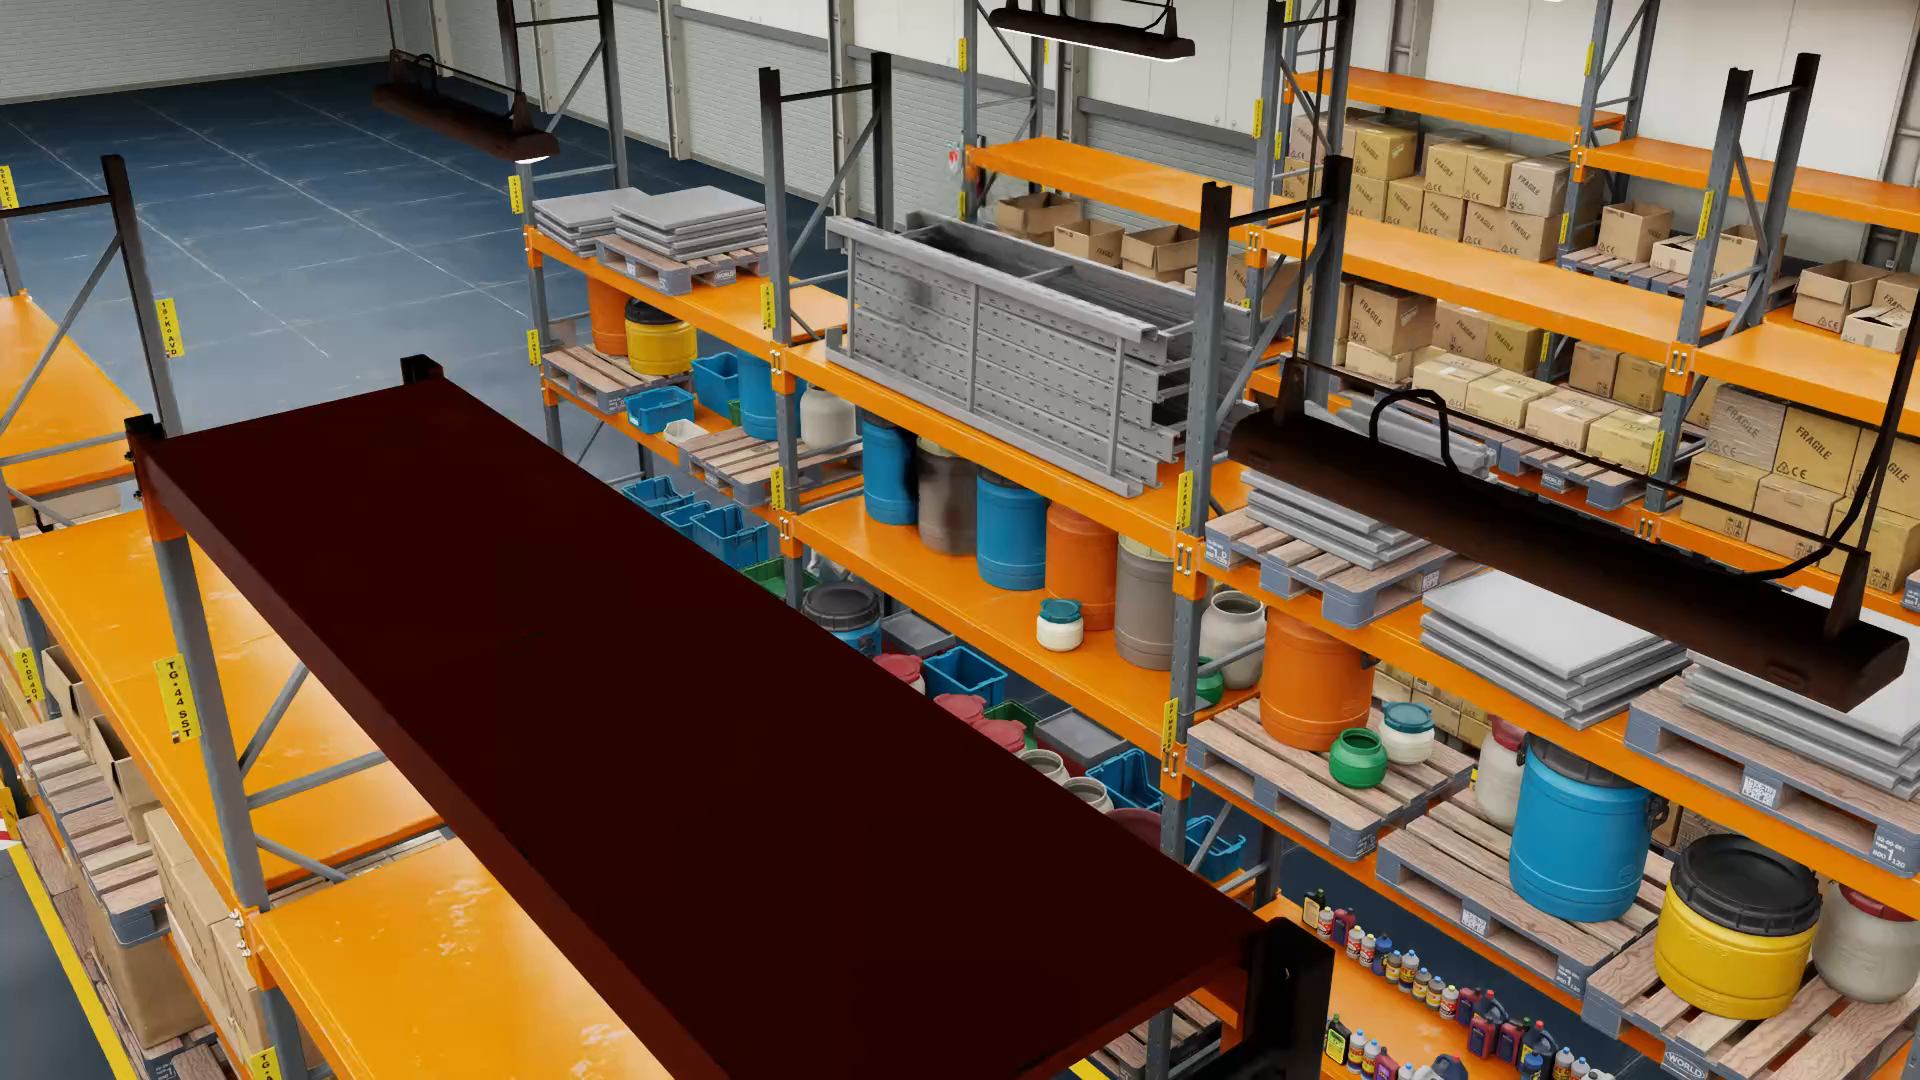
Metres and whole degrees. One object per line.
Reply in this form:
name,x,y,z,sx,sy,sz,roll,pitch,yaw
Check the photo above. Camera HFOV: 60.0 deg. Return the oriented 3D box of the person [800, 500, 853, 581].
person,-1.433,-0.211,16.730,0.932,1.685,0.627,20,32,35
